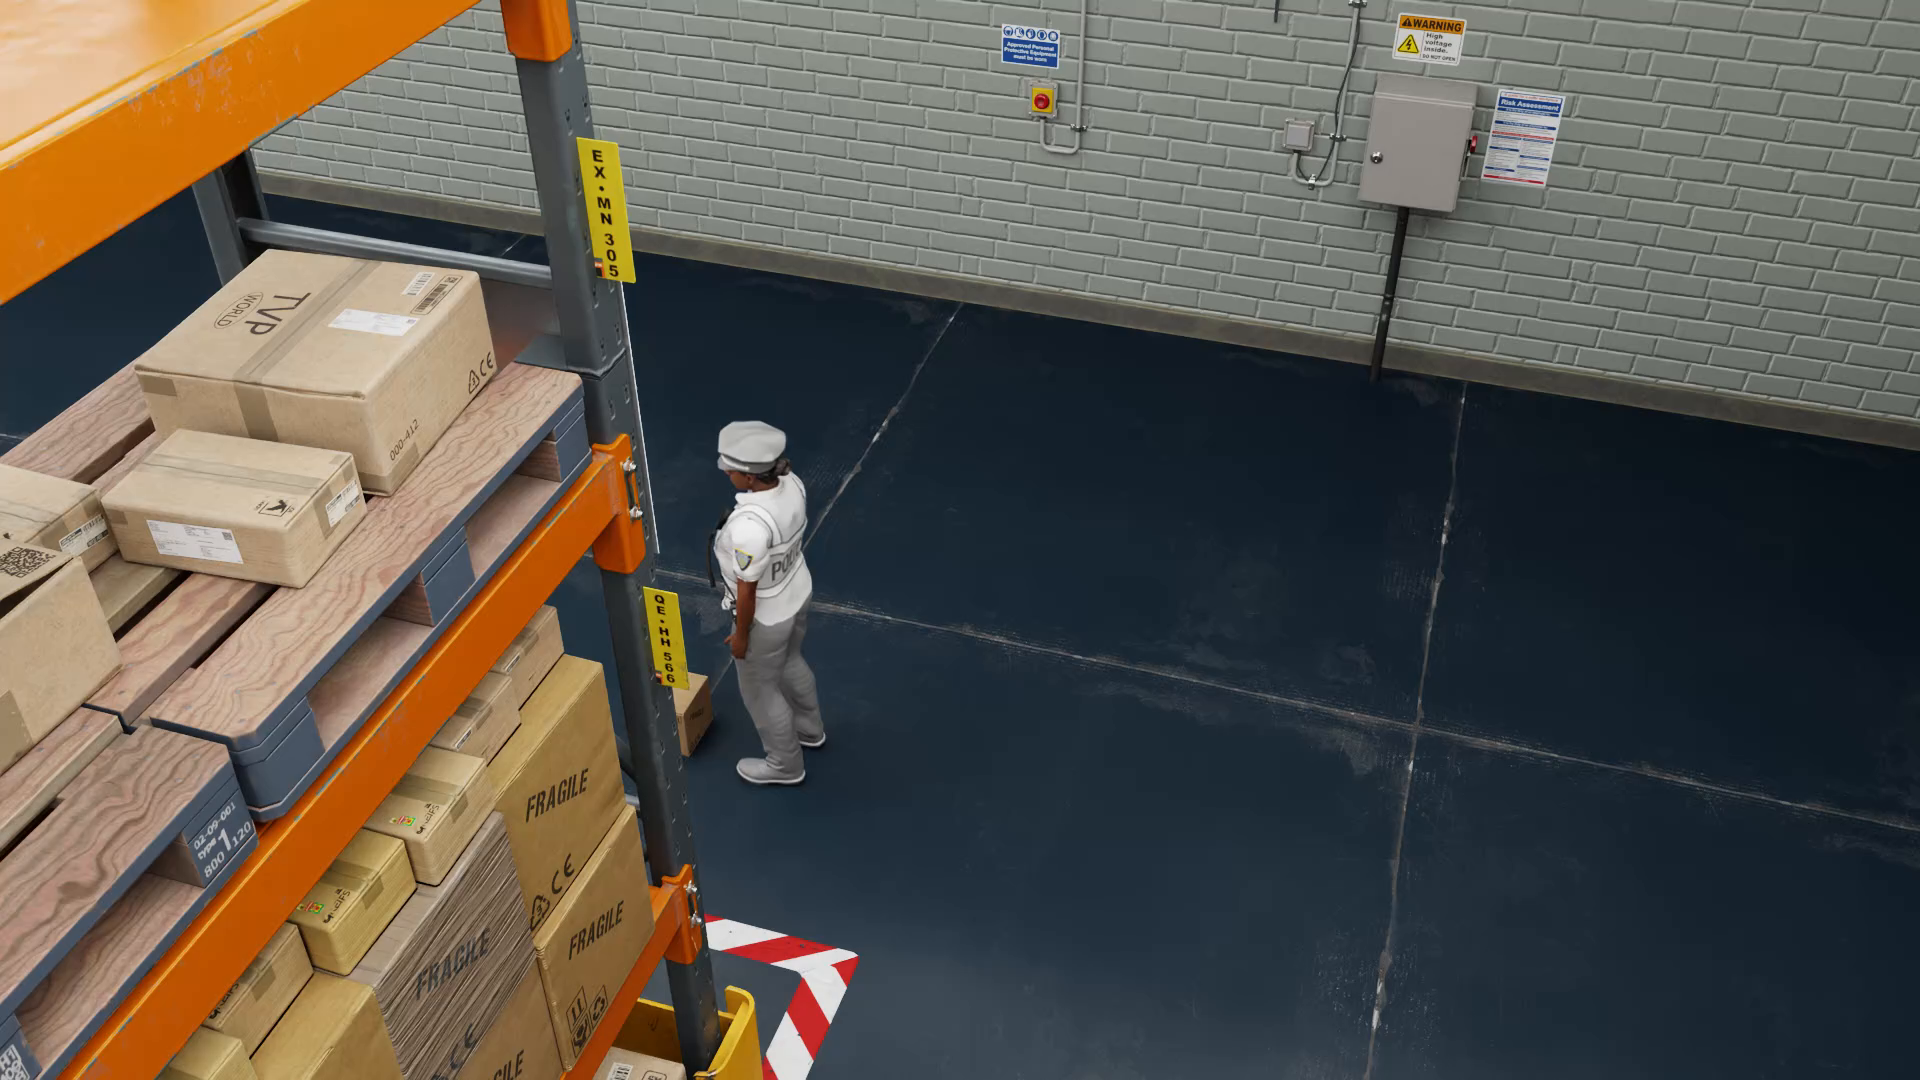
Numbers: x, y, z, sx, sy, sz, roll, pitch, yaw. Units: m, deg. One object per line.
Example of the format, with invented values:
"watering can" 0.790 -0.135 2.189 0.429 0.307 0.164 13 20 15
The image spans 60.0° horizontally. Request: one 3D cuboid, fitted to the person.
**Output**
"person" -0.766 0.273 6.539 0.341 1.659 0.438 12 39 15
